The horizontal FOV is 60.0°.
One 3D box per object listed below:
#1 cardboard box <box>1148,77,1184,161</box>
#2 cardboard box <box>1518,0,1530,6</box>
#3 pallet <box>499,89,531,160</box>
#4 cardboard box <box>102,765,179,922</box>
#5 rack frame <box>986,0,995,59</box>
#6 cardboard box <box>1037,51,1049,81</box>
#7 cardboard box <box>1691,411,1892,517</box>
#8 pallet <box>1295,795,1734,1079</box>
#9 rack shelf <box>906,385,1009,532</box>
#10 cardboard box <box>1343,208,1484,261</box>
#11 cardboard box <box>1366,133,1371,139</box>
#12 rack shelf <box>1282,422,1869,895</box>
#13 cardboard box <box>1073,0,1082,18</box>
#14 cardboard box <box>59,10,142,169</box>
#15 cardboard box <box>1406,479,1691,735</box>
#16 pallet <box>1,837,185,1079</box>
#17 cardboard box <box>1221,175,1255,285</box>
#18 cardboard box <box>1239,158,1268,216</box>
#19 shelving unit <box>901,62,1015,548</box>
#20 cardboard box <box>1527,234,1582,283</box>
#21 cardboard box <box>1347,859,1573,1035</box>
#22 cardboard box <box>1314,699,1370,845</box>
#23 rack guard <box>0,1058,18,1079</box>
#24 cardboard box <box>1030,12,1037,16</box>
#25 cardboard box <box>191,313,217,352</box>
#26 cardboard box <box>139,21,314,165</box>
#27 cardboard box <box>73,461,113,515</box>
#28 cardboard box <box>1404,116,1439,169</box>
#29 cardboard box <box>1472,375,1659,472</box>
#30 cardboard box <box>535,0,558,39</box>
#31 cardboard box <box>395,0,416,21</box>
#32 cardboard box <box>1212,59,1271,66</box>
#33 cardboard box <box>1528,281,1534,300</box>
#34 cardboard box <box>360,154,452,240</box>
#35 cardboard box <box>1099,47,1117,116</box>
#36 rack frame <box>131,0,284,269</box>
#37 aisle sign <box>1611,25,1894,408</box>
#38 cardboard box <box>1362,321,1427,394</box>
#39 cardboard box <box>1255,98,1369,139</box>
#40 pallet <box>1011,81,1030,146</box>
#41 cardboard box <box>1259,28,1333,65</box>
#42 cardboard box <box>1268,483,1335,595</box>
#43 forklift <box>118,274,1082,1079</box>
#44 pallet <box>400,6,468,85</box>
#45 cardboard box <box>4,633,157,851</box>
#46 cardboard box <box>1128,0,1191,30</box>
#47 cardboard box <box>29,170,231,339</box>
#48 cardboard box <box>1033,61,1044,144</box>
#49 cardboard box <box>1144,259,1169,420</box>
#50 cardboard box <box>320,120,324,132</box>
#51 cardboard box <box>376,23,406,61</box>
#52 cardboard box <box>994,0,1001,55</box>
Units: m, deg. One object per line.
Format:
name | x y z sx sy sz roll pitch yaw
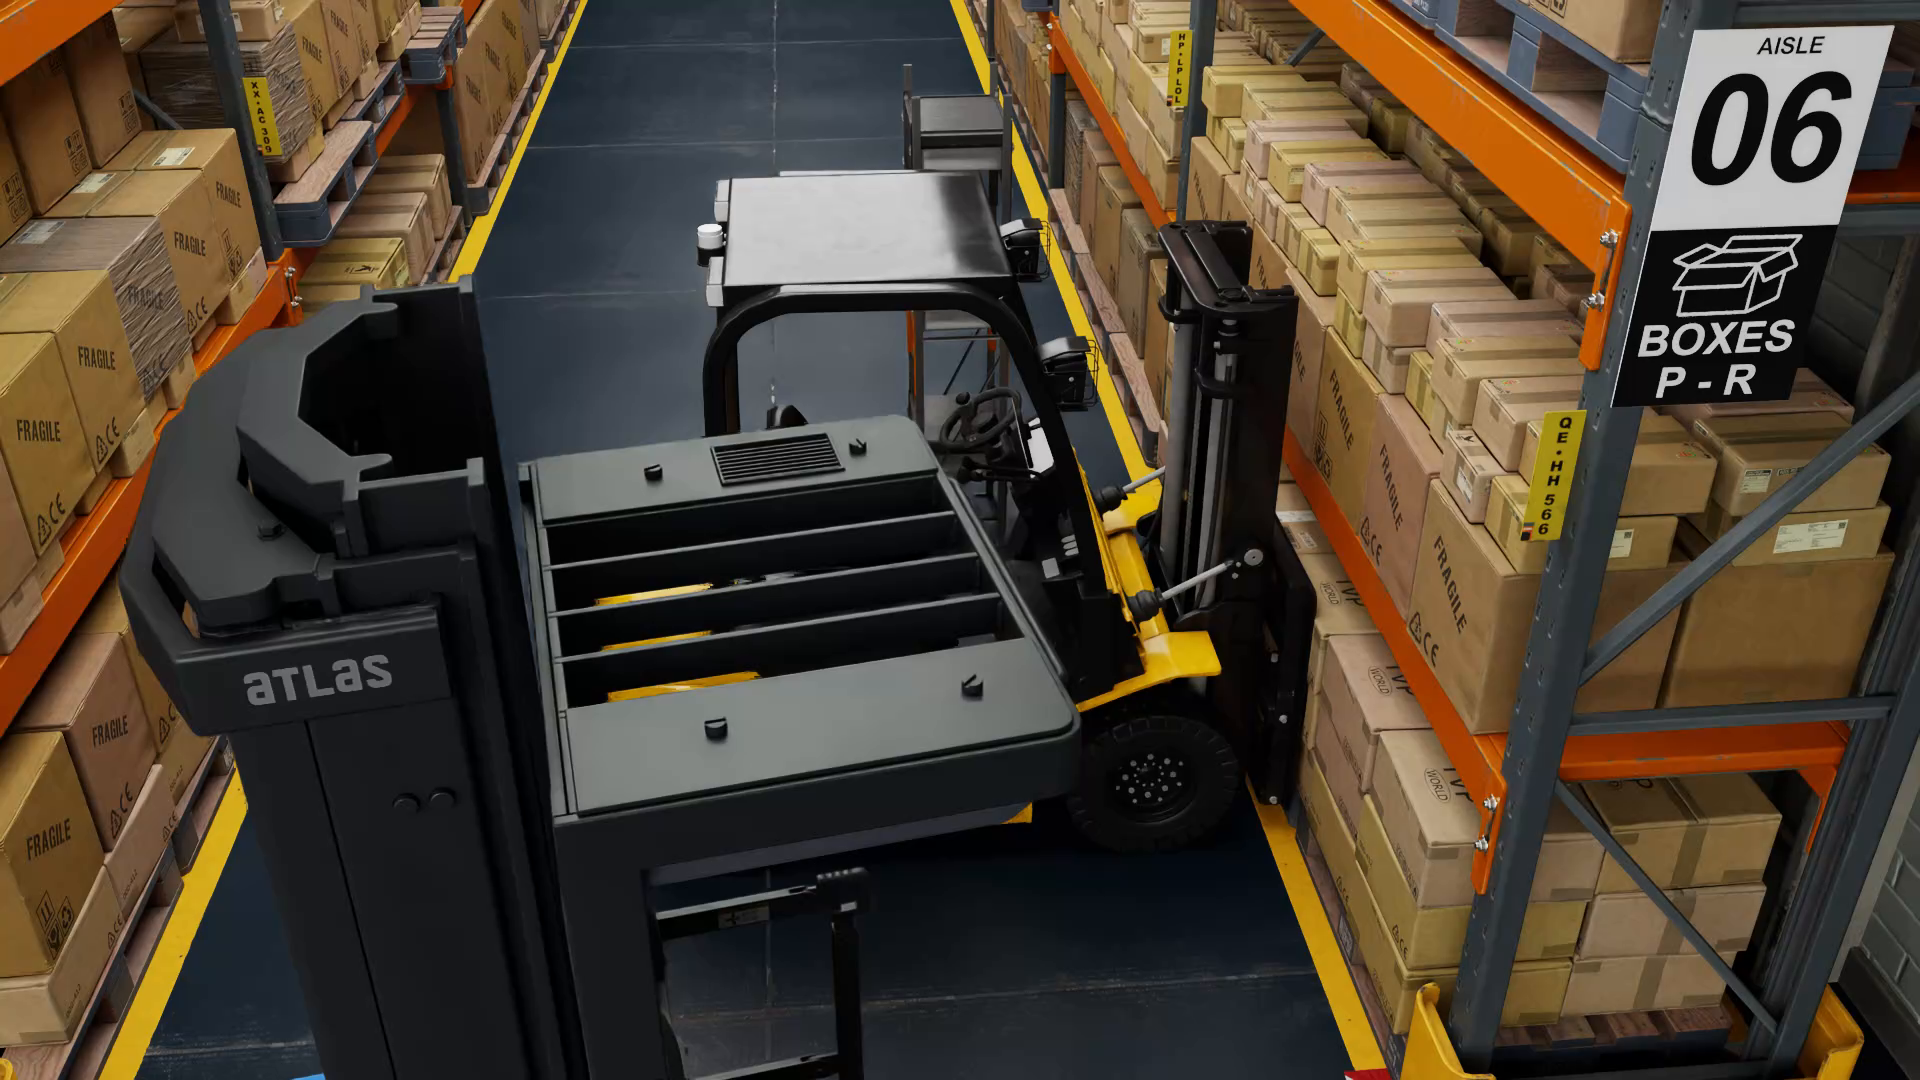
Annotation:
cardboard box | 1.189 -1.991 7.817 0.500 0.250 0.500 -3 31 -6
cardboard box | 1.484 -1.372 3.935 0.380 0.149 0.250 -4 31 -6
pallet | -3.935 -3.235 12.961 1.003 0.211 1.213 -3 31 -5
cardboard box | -2.918 0.993 5.433 0.500 0.250 0.500 -2 31 -3
rack frame | 0.742 -5.687 14.346 1.000 3.000 0.127 -3 31 -5
cardboard box | 0.761 -3.408 11.927 0.380 0.149 0.250 -4 31 -7
cardboard box | 2.045 -0.191 4.125 0.380 0.149 0.250 -3 31 -6
pallet | 1.750 1.248 5.454 1.003 0.211 1.213 -3 31 -5
rack shelf | -0.015 -0.373 7.719 0.431 0.518 0.480 -3 31 -5
cardboard box | 1.471 -0.965 5.420 0.380 0.149 0.250 -2 31 -4
cardboard box | 1.833 -1.646 6.850 0.380 0.149 0.250 -4 31 -6
rack shelf | 1.676 -0.273 5.983 1.077 0.370 4.000 -3 31 -5
cardboard box | 0.960 -3.301 10.010 0.500 0.250 0.500 -2 31 -3
cardboard box | -3.627 -1.728 6.355 0.700 0.500 0.500 -3 31 -5
cardboard box | 1.556 0.158 4.463 0.500 0.500 0.500 -3 31 -6
pallet | -3.126 1.421 5.165 1.003 0.211 1.213 -3 31 -5
cardboard box | 1.336 -1.141 6.638 0.500 0.500 0.500 -2 31 -4
cardboard box | 1.285 -1.355 6.364 0.380 0.149 0.250 -2 31 -3
shelving unit | -0.015 -0.986 7.353 0.431 2.100 0.503 -3 31 -5
cardboard box | 2.031 -0.860 5.244 0.380 0.149 0.250 -3 31 -6
cardboard box | 1.505 1.215 5.063 0.500 0.250 0.500 -3 31 -4
cardboard box | 1.470 0.735 5.379 0.500 0.250 0.500 -3 31 -5
rack guard | -3.085 1.714 4.393 1.175 0.500 0.348 -3 31 -5
cardboard box | 0.749 -4.077 13.045 0.380 0.149 0.250 -3 31 -4
cardboard box | -3.142 -0.842 6.479 0.380 0.149 0.250 -3 31 -4
cardboard box | -3.210 -1.967 7.321 0.500 0.500 0.500 -2 31 -3
cardboard box | -3.001 -0.194 5.395 0.380 0.149 0.250 -4 31 -6
cardboard box | 1.926 -1.514 6.339 0.380 0.149 0.250 -3 31 -6
cardboard box | 1.566 -0.307 4.318 0.380 0.149 0.250 -3 31 -5
cardboard box | -4.151 -4.853 15.039 0.875 0.438 0.875 -3 31 -5
cardboard box | -3.447 -3.274 9.509 0.500 0.500 0.500 -3 31 -5
cardboard box | 1.237 -2.088 7.590 0.380 0.149 0.250 -2 31 -3
cardboard box | 2.040 -0.727 5.312 0.380 0.149 0.250 -2 31 -3
cardboard box | -3.783 -2.168 10.608 0.950 0.372 0.625 -5 31 -8
cardboard box | 1.058 -2.558 9.253 0.500 0.250 0.500 -2 31 -3
rack frame | -3.452 -1.363 7.107 1.000 3.000 0.127 -3 31 -5
aisle sign | 1.577 -0.629 3.342 0.394 0.787 0.004 -3 31 -5
cardboard box | 1.451 -0.571 5.051 0.380 0.149 0.250 -4 31 -6
cardboard box | 1.371 -1.616 6.510 0.380 0.149 0.250 -3 31 -6
pallet | 0.973 -3.452 13.324 1.003 0.211 1.213 -3 31 -5
cardboard box | 1.675 -2.381 8.081 0.380 0.149 0.250 -3 31 -5
cardboard box | 1.359 0.014 6.099 0.500 0.250 0.500 -3 31 -6
forklift | -0.396 0.956 3.291 3.031 2.935 1.130 -8 32 -13
pallet | -3.653 -2.964 9.974 1.213 0.211 1.003 -3 31 -5
cardboard box | -2.934 0.654 5.271 0.500 0.500 0.500 -4 31 -6
cardboard box | 1.088 -2.739 8.680 0.380 0.149 0.250 -2 31 -4
cardboard box | -3.108 -1.056 6.205 0.500 0.500 0.500 -2 31 -3
cardboard box | 0.826 -3.214 12.233 0.500 0.500 0.500 -3 31 -5
cardboard box | 1.430 -1.029 8.454 0.875 0.625 0.625 -1 31 -2
cardboard box | -3.306 -2.002 8.011 0.380 0.149 0.250 -1 31 -1
cardboard box | -3.340 -2.793 9.336 0.380 0.149 0.250 -2 31 -4
cardboard box | 0.563 -4.536 14.448 0.500 0.500 0.500 -1 31 -2
